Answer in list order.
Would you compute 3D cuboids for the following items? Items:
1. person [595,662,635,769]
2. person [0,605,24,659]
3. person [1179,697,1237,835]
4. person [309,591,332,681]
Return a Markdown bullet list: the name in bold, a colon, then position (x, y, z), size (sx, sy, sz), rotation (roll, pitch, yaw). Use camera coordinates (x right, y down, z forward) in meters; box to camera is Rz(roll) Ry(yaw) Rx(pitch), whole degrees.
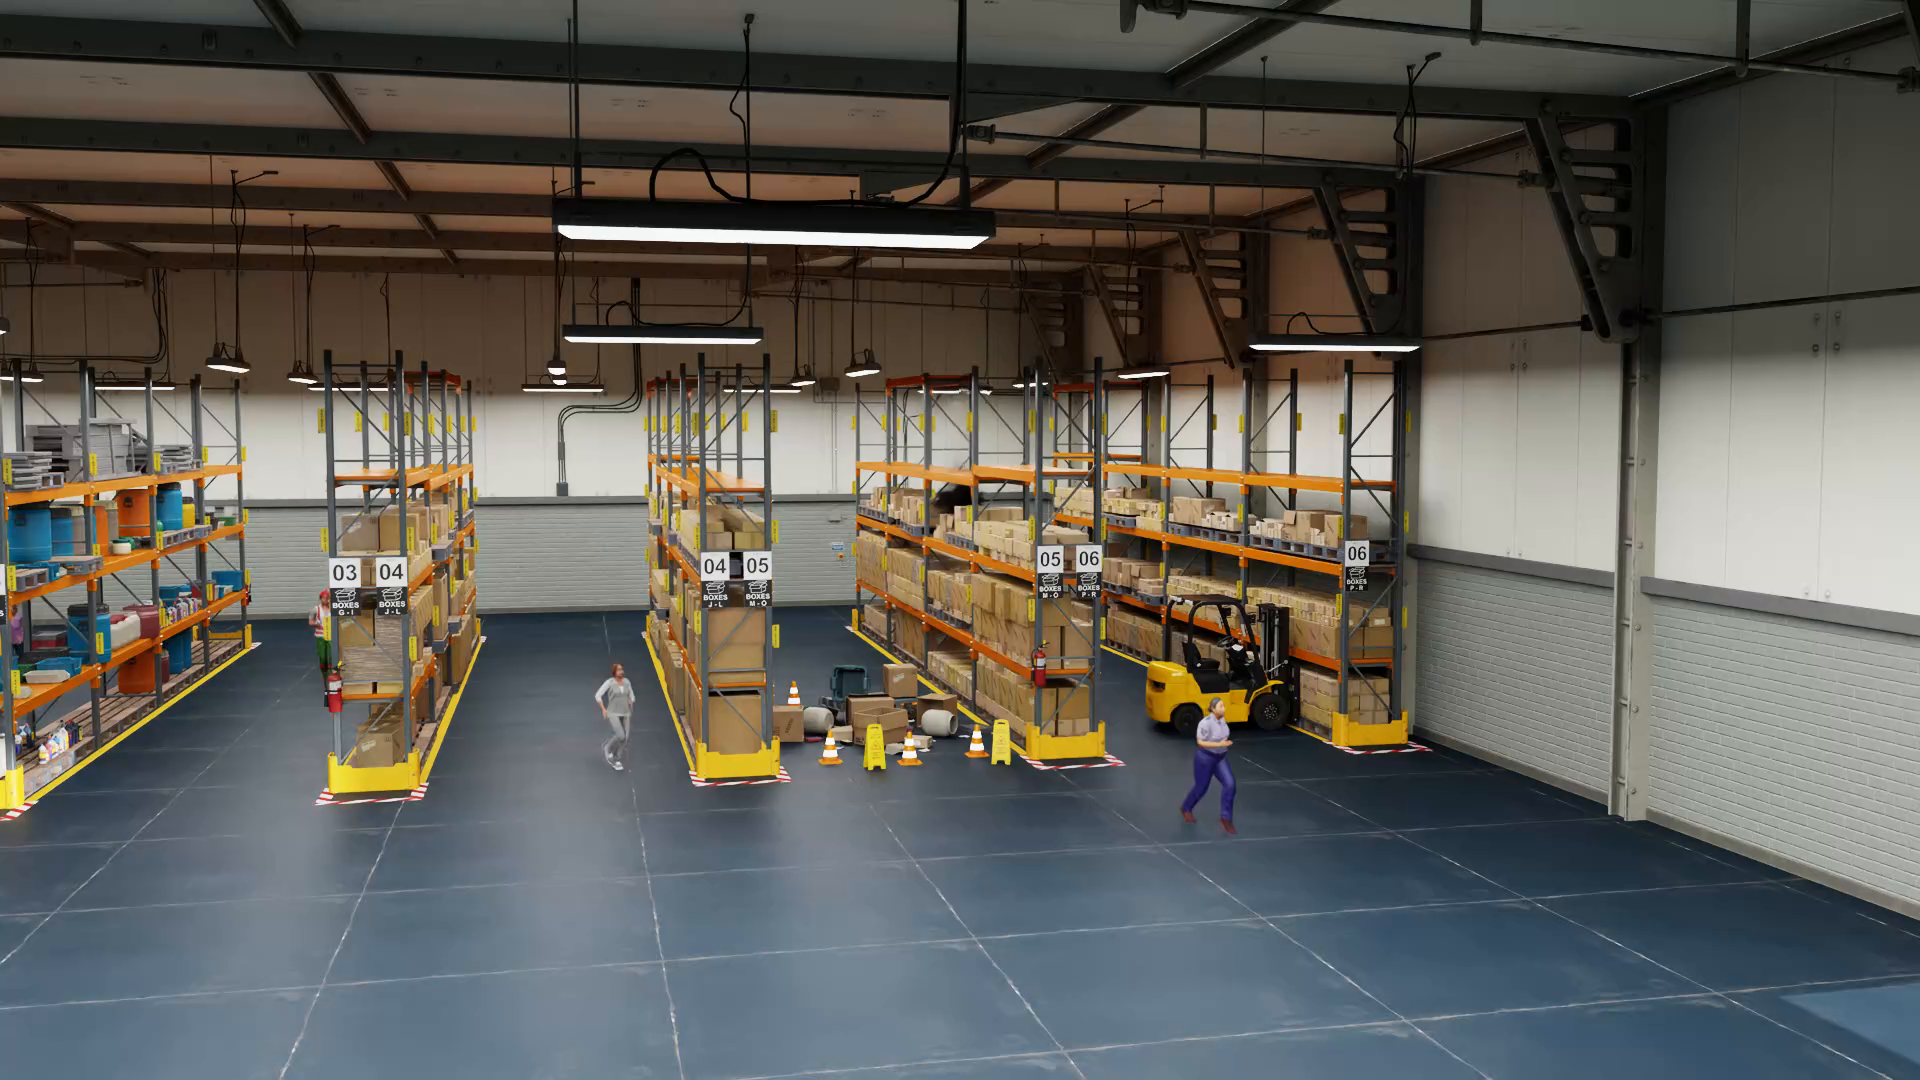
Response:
- **person**: position (-4.915, 2.551, 24.009), size (0.532, 1.560, 0.540), rotation (-3, 5, -39)
- **person**: position (-18.262, 2.001, 32.127), size (0.559, 1.574, 0.695), rotation (-1, 4, -14)
- **person**: position (3.068, 2.772, 20.556), size (0.627, 1.682, 0.863), rotation (-4, 5, -41)
- **person**: position (-12.169, 1.887, 31.946), size (0.632, 1.824, 0.705), rotation (-2, 4, -21)
